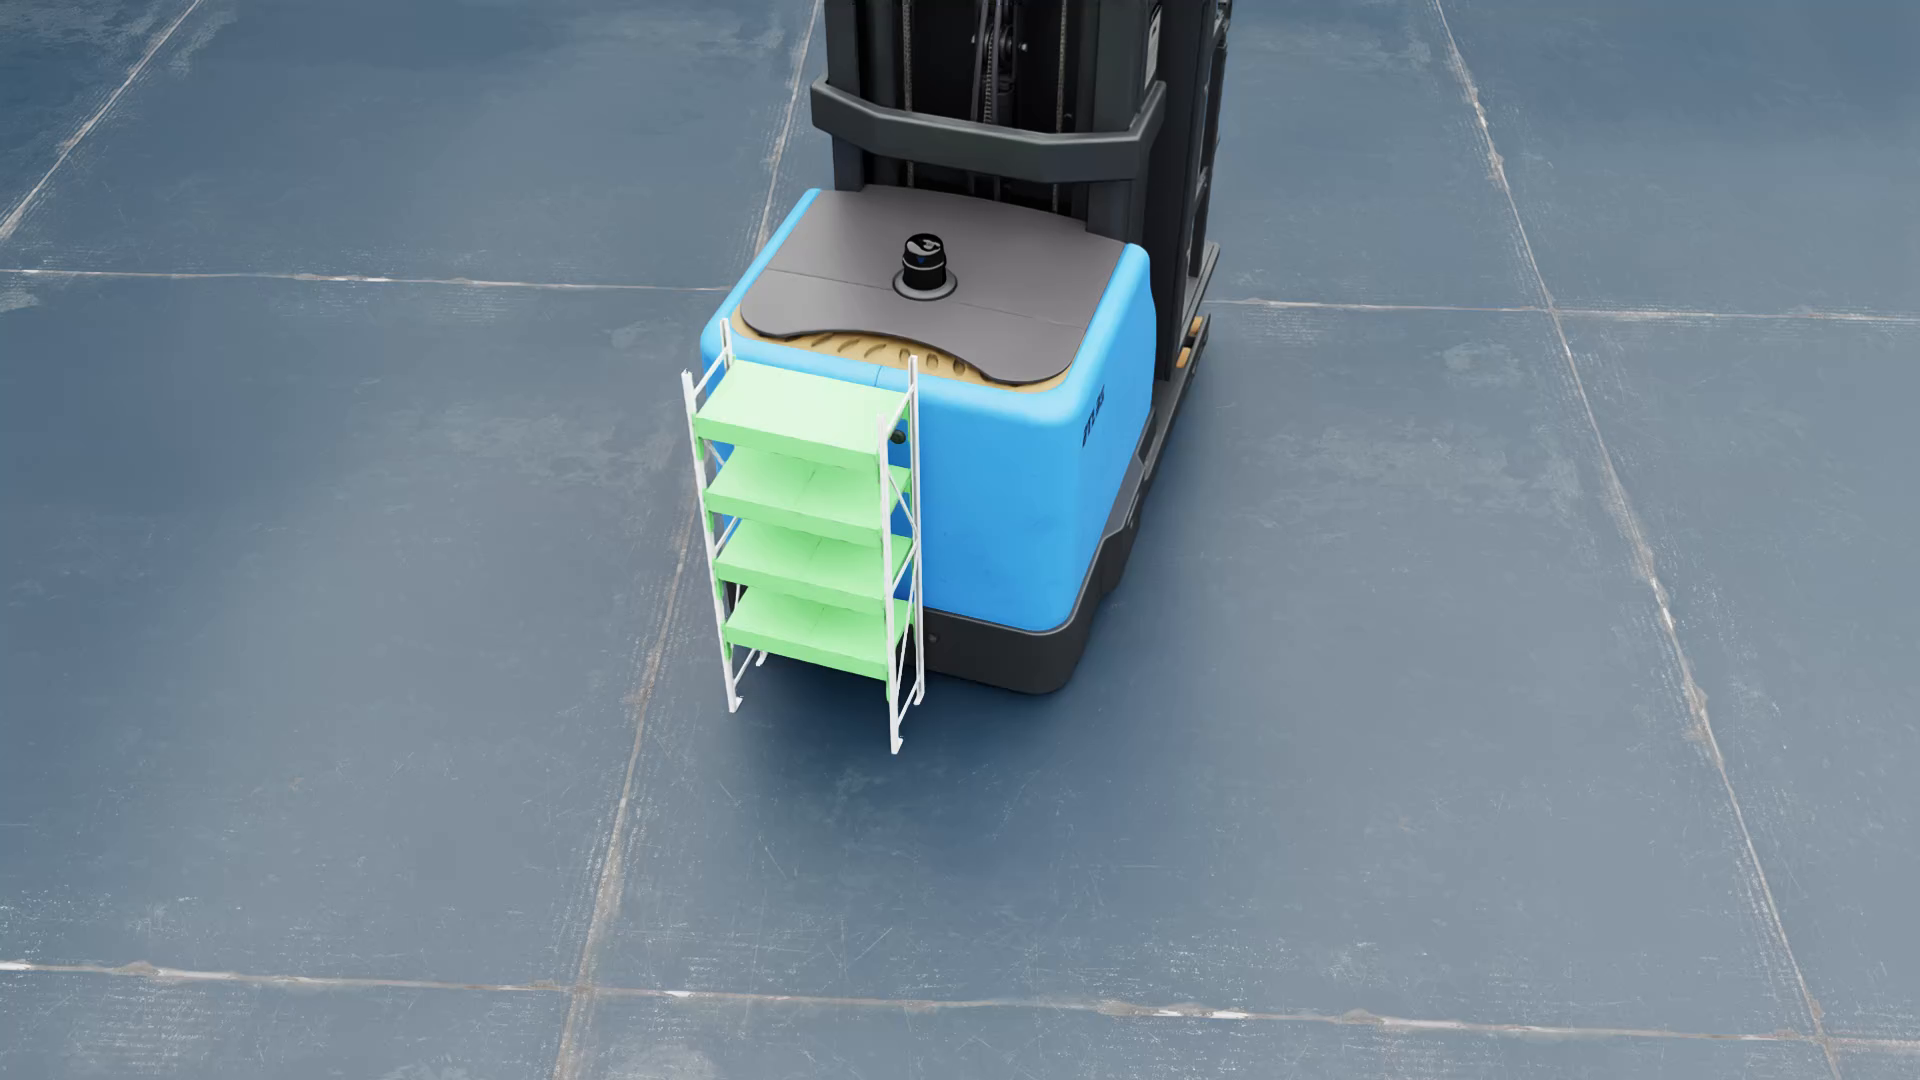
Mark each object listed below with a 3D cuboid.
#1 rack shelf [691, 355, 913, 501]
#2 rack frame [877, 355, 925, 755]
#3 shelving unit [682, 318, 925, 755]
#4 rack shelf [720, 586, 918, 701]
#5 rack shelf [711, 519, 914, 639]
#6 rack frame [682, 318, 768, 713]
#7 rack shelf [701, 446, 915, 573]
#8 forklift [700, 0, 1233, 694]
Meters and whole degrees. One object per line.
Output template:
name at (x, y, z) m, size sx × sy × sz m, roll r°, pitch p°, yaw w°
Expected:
rack shelf at (-0.378, -0.278, 4.058) m, size 0.480 × 0.148 × 0.258 m, roll 13°, pitch 44°, yaw 13°
rack frame at (-0.146, 0.078, 4.286) m, size 0.015 × 1.200 × 0.240 m, roll 13°, pitch 44°, yaw 13°
shelving unit at (-0.378, 0.026, 4.342) m, size 0.503 × 1.200 × 0.258 m, roll 13°, pitch 44°, yaw 13°
rack shelf at (-0.378, 0.248, 4.549) m, size 0.480 × 0.148 × 0.258 m, roll 13°, pitch 44°, yaw 13°
rack shelf at (-0.378, 0.073, 4.385) m, size 0.480 × 0.148 × 0.258 m, roll 13°, pitch 44°, yaw 13°
rack frame at (-0.610, -0.026, 4.397) m, size 0.015 × 1.200 × 0.240 m, roll 13°, pitch 44°, yaw 13°
rack shelf at (-0.378, -0.103, 4.222) m, size 0.480 × 0.148 × 0.258 m, roll 13°, pitch 44°, yaw 13°
forklift at (0.254, -1.659, 4.881) m, size 1.130 × 2.935 × 3.031 m, roll 13°, pitch 44°, yaw 13°
